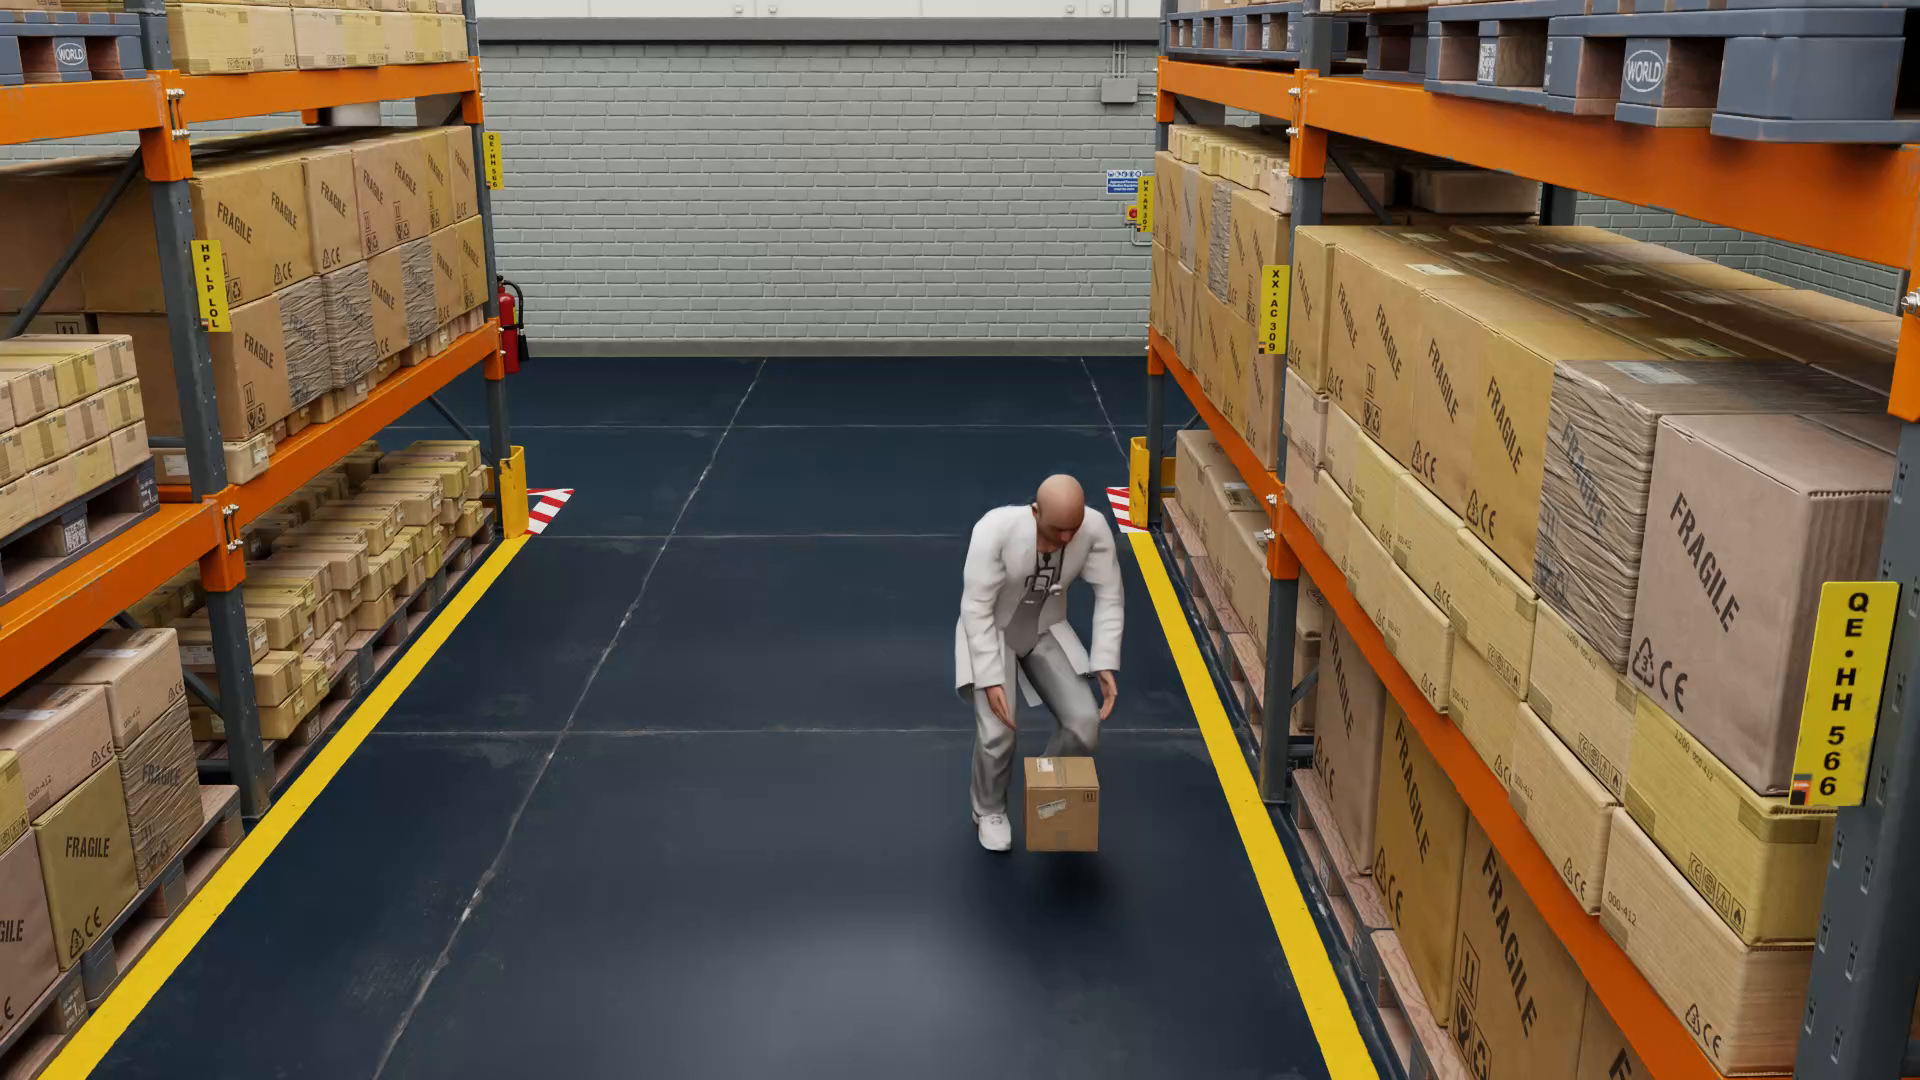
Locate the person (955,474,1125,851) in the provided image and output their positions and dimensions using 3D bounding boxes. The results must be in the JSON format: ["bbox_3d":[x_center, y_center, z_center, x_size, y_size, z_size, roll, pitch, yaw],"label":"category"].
[{"bbox_3d":[0.285,0.414,6.220,0.629,1.483,0.680,-4,17,-14],"label":"person"}]
